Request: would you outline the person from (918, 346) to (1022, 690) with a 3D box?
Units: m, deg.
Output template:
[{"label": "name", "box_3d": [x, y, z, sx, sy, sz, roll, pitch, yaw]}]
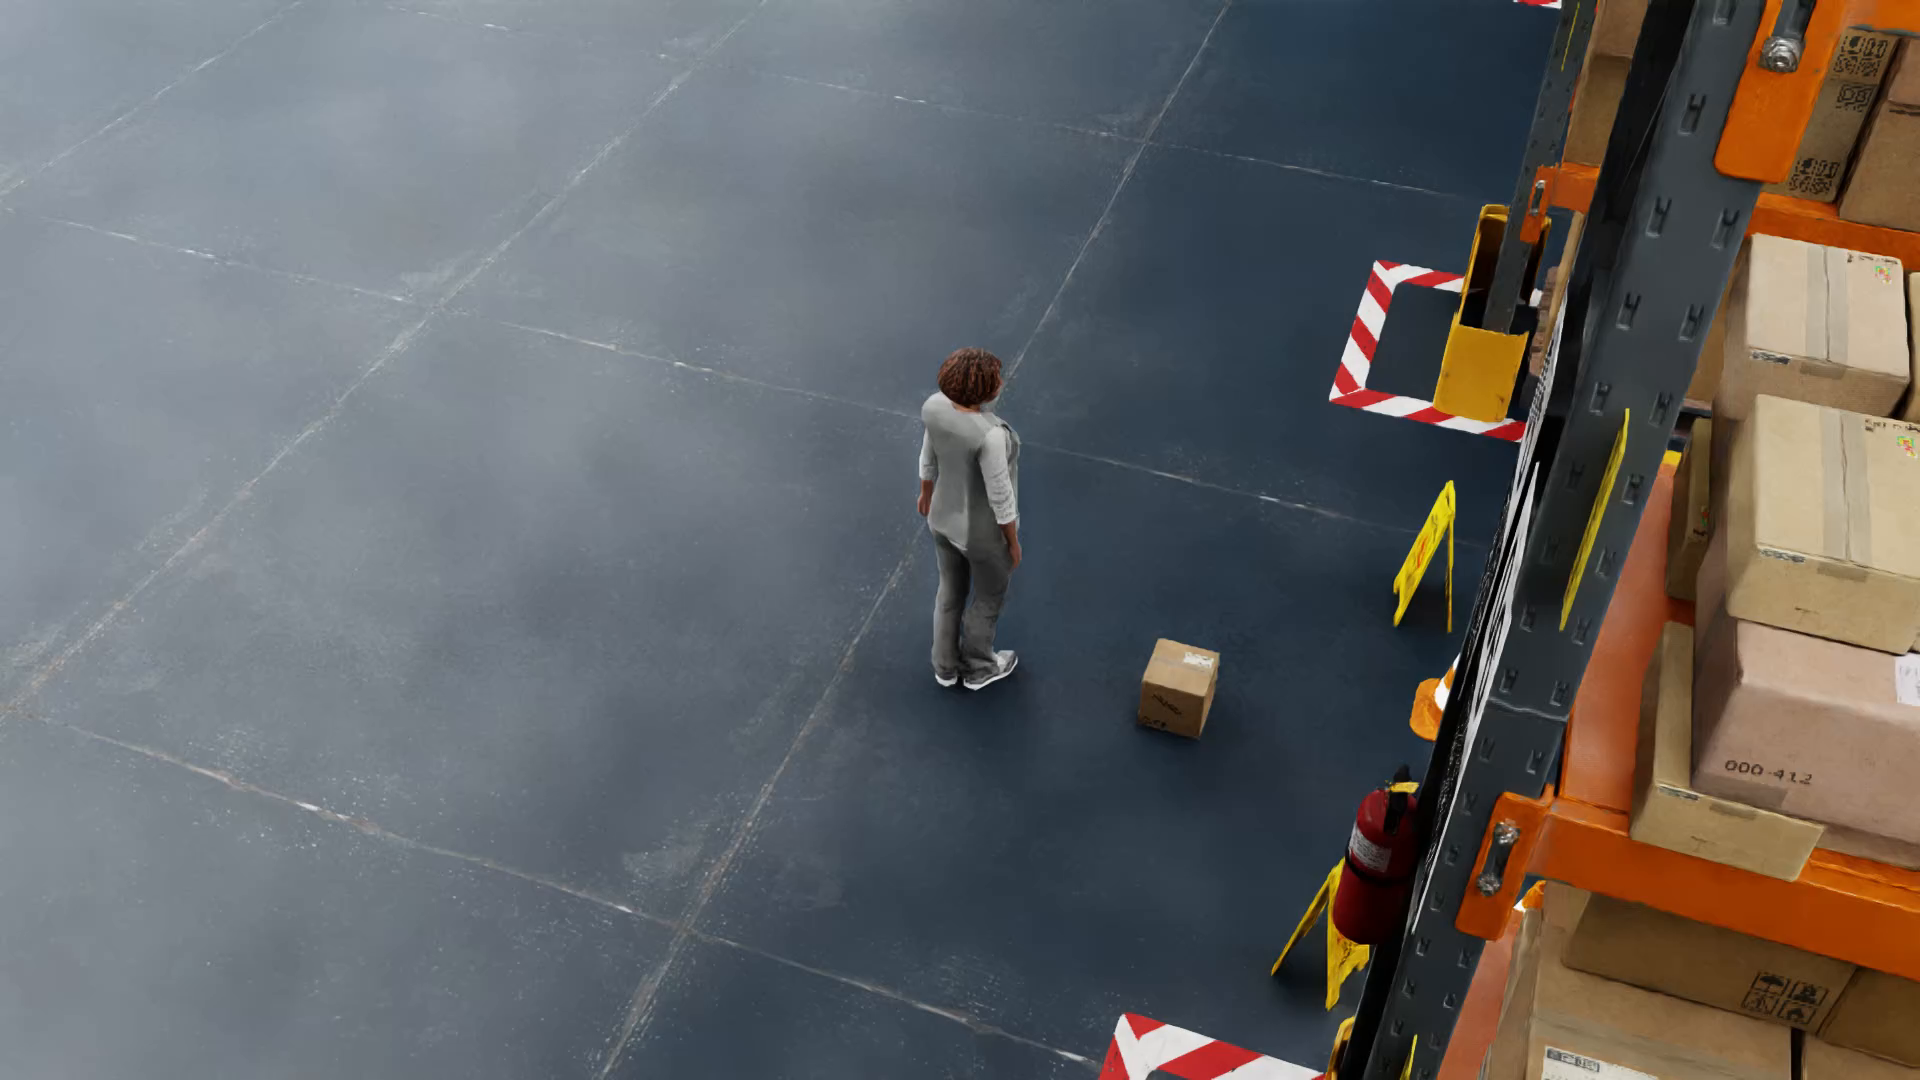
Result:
[{"label": "person", "box_3d": [0.026, -0.074, 6.218, 0.513, 1.602, 0.345, 32, 51, 30]}]
